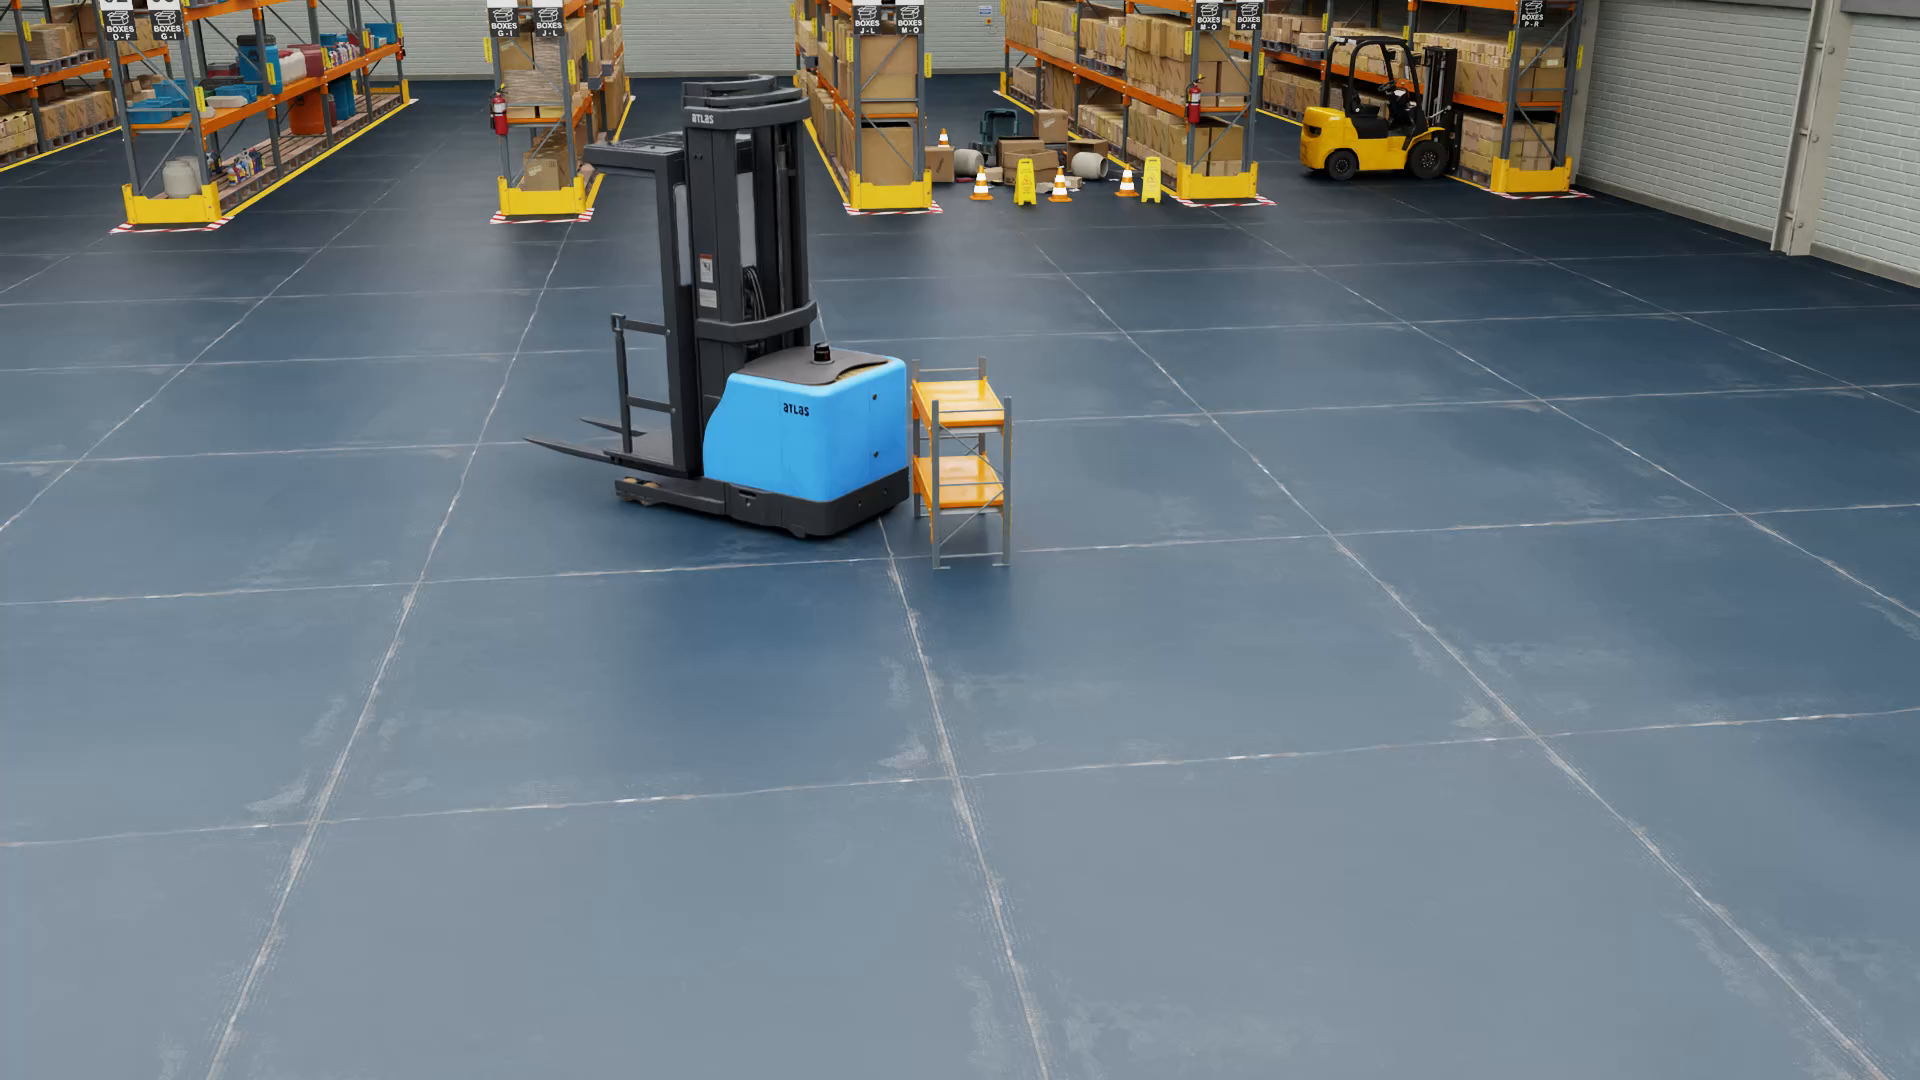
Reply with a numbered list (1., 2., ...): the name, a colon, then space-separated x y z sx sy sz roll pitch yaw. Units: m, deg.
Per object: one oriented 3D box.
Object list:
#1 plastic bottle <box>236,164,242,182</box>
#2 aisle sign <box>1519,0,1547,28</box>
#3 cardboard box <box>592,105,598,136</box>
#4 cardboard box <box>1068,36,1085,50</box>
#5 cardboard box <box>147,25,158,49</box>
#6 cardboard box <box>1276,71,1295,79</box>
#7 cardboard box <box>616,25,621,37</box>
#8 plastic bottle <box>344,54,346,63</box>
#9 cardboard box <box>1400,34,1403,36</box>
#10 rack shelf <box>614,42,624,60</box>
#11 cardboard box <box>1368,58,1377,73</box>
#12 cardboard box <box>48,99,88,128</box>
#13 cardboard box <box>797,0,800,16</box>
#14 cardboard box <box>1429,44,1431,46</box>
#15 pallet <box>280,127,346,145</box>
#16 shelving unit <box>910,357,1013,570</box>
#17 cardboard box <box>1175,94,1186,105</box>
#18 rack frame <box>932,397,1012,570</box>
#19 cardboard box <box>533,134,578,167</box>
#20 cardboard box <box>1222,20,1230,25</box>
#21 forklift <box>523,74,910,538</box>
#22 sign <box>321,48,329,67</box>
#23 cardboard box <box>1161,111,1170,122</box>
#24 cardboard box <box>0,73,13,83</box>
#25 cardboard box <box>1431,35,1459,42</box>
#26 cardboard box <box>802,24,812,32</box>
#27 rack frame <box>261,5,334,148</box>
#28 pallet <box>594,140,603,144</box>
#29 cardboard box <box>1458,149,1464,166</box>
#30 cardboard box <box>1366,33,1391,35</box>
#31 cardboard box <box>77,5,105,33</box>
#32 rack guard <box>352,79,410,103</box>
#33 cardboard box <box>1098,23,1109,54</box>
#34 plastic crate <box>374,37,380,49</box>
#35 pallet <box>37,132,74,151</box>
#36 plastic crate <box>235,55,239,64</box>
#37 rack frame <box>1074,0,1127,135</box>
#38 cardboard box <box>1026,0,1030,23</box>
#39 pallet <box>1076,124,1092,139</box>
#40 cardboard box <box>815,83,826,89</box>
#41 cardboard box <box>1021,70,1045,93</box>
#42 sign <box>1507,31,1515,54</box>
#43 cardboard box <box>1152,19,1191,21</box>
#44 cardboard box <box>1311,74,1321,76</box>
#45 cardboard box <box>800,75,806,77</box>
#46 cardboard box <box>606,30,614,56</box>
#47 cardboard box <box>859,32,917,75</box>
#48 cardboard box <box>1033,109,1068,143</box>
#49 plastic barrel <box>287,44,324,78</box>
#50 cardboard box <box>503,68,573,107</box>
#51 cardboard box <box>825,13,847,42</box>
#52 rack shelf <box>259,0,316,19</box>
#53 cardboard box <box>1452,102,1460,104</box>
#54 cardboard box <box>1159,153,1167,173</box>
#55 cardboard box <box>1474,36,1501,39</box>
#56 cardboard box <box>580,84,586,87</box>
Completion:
1. plastic bottle: -10.835 -5.504 24.935 0.097 0.271 0.097 0 20 0
2. aisle sign: 8.505 -7.995 24.620 0.394 0.787 0.004 -3 21 -8
3. cardboard box: -6.968 -7.637 30.321 0.700 0.500 0.500 -4 21 -11
4. cardboard box: 2.400 -9.652 32.271 0.500 0.250 0.500 -3 21 -8
5. cardboard box: -17.629 -10.831 35.785 0.500 0.500 0.500 -3 21 -7
6. cardboard box: 7.010 -9.981 35.698 0.380 0.149 0.250 -4 21 -11
7. cardboard box: -7.833 -11.342 37.086 0.500 0.250 0.500 -3 21 -9
8. plastic bottle: -11.997 -9.369 32.297 0.097 0.201 0.097 0 20 0
9. cardboard box: 8.240 -9.127 30.296 0.380 0.149 0.250 -3 21 -8
10. rack shelf: -7.950 -10.574 36.267 1.077 0.370 4.000 -3 21 -8
11. cardboard box: 7.759 -8.638 30.271 0.500 0.250 0.500 -3 21 -7
12. cardboard box: -16.900 -8.077 31.499 0.500 0.500 0.500 -4 21 -10
13. cardboard box: -3.304 -11.772 36.451 0.500 0.500 0.500 -4 21 -9
14. cardboard box: 8.099 -8.248 27.944 0.380 0.149 0.250 -3 21 -8
15. pallet: -12.141 -7.548 31.124 1.003 0.211 1.213 -3 21 -8
16. shelving unit: -0.001 -0.529 11.026 0.538 1.125 1.048 -3 21 -8
17. cardboard box: 3.463 -6.646 25.083 0.380 0.149 0.250 -3 21 -8
18. rack frame: 0.072 -0.353 10.554 0.500 1.125 0.032 -3 21 -8
19. cardboard box: -6.400 -6.136 26.329 0.500 0.500 0.500 4 21 9
20. cardboard box: 6.351 -12.078 39.057 0.500 0.250 0.500 -3 21 -7
21. forklift: -1.877 -1.756 11.729 3.031 2.935 1.130 13 24 30
22. sign: -11.443 -8.690 29.963 0.100 0.325 0.005 -3 21 -8
23. cardboard box: 3.349 -6.602 25.936 0.380 0.149 0.250 -3 21 -7
24. cardboard box: -16.485 -7.920 28.492 0.380 0.149 0.250 -3 21 -8
25. cardboard box: 8.135 -8.391 27.899 0.380 0.149 0.250 -3 21 -9
26. cardboard box: -2.950 -10.184 33.104 0.380 0.149 0.250 -2 21 -6
27. rack frame: -11.986 -8.583 29.910 1.000 3.000 0.127 -3 21 -8
28. pallet: -6.801 -6.835 29.214 1.003 0.211 1.213 -3 21 -8
29. cardboard box: 8.280 -6.217 26.903 0.500 0.250 0.500 -3 21 -7
30. cardboard box: 7.717 -9.279 30.702 0.380 0.149 0.250 -3 21 -8
31. cardboard box: -17.254 -10.412 33.235 0.500 0.500 0.500 -2 21 -6
32. rack guard: -13.156 -10.190 37.784 1.175 0.500 0.348 -3 21 -8
33. cardboard box: 2.787 -9.011 29.888 0.500 0.500 0.500 -4 21 -10
34. plastic crate: -12.590 -10.605 35.476 0.416 0.233 0.300 -3 21 -8
35. pallet: -16.958 -7.289 30.430 1.003 0.211 1.213 -3 21 -8
36. plastic crate: -12.056 -8.038 28.360 0.402 0.464 0.583 -3 21 -8
37. rack frame: 2.722 -9.333 31.917 1.000 3.000 0.127 -3 21 -8
38. cardboard box: 1.739 -11.559 36.305 0.500 0.500 0.500 -3 21 -9
39. pallet: 2.833 -7.756 31.681 1.003 0.211 1.213 -3 21 -8
40. cardboard box: -2.520 -8.649 31.987 0.500 0.250 0.500 -3 21 -9
41. cardboard box: 1.903 -10.559 38.263 0.875 0.438 0.875 -2 21 -6
42. sign: 8.247 -7.446 24.871 0.100 0.325 0.005 -3 21 -8
43. cardboard box: 3.410 -7.910 26.111 0.700 0.500 0.500 -3 21 -8
44. cardboard box: 7.624 -9.740 35.053 0.380 0.149 0.250 -3 21 -7
45. cardboard box: -3.367 -10.305 37.144 0.380 0.149 0.250 -3 21 -7
46. cardboard box: -7.324 -10.117 33.873 0.500 0.500 0.500 -3 21 -8
47. cardboard box: -1.024 -6.985 23.873 0.875 0.550 0.550 -3 21 -8
48. cardboard box: 1.541 -7.032 28.246 0.500 0.500 0.500 -3 21 -8
49. plastic barrel: -11.619 -8.502 29.497 0.600 0.536 0.708 -3 21 -8
50. cardboard box: -5.984 -6.441 23.607 0.875 0.500 0.500 -3 21 -8
51. cardboard box: -2.107 -9.408 30.545 0.700 0.500 0.500 -3 21 -8
52. rack shelf: -11.698 -8.959 27.657 1.077 0.370 4.000 -3 21 -8
53. cardboard box: 8.472 -7.416 28.686 0.500 0.250 0.500 -3 21 -7
54. cardboard box: 3.425 -5.918 26.103 0.500 0.250 0.500 -3 21 -8
55. cardboard box: 8.717 -8.240 27.497 0.380 0.149 0.250 -3 21 -9
56. cardboard box: -6.160 -7.184 26.523 0.380 0.149 0.250 -3 21 -8
